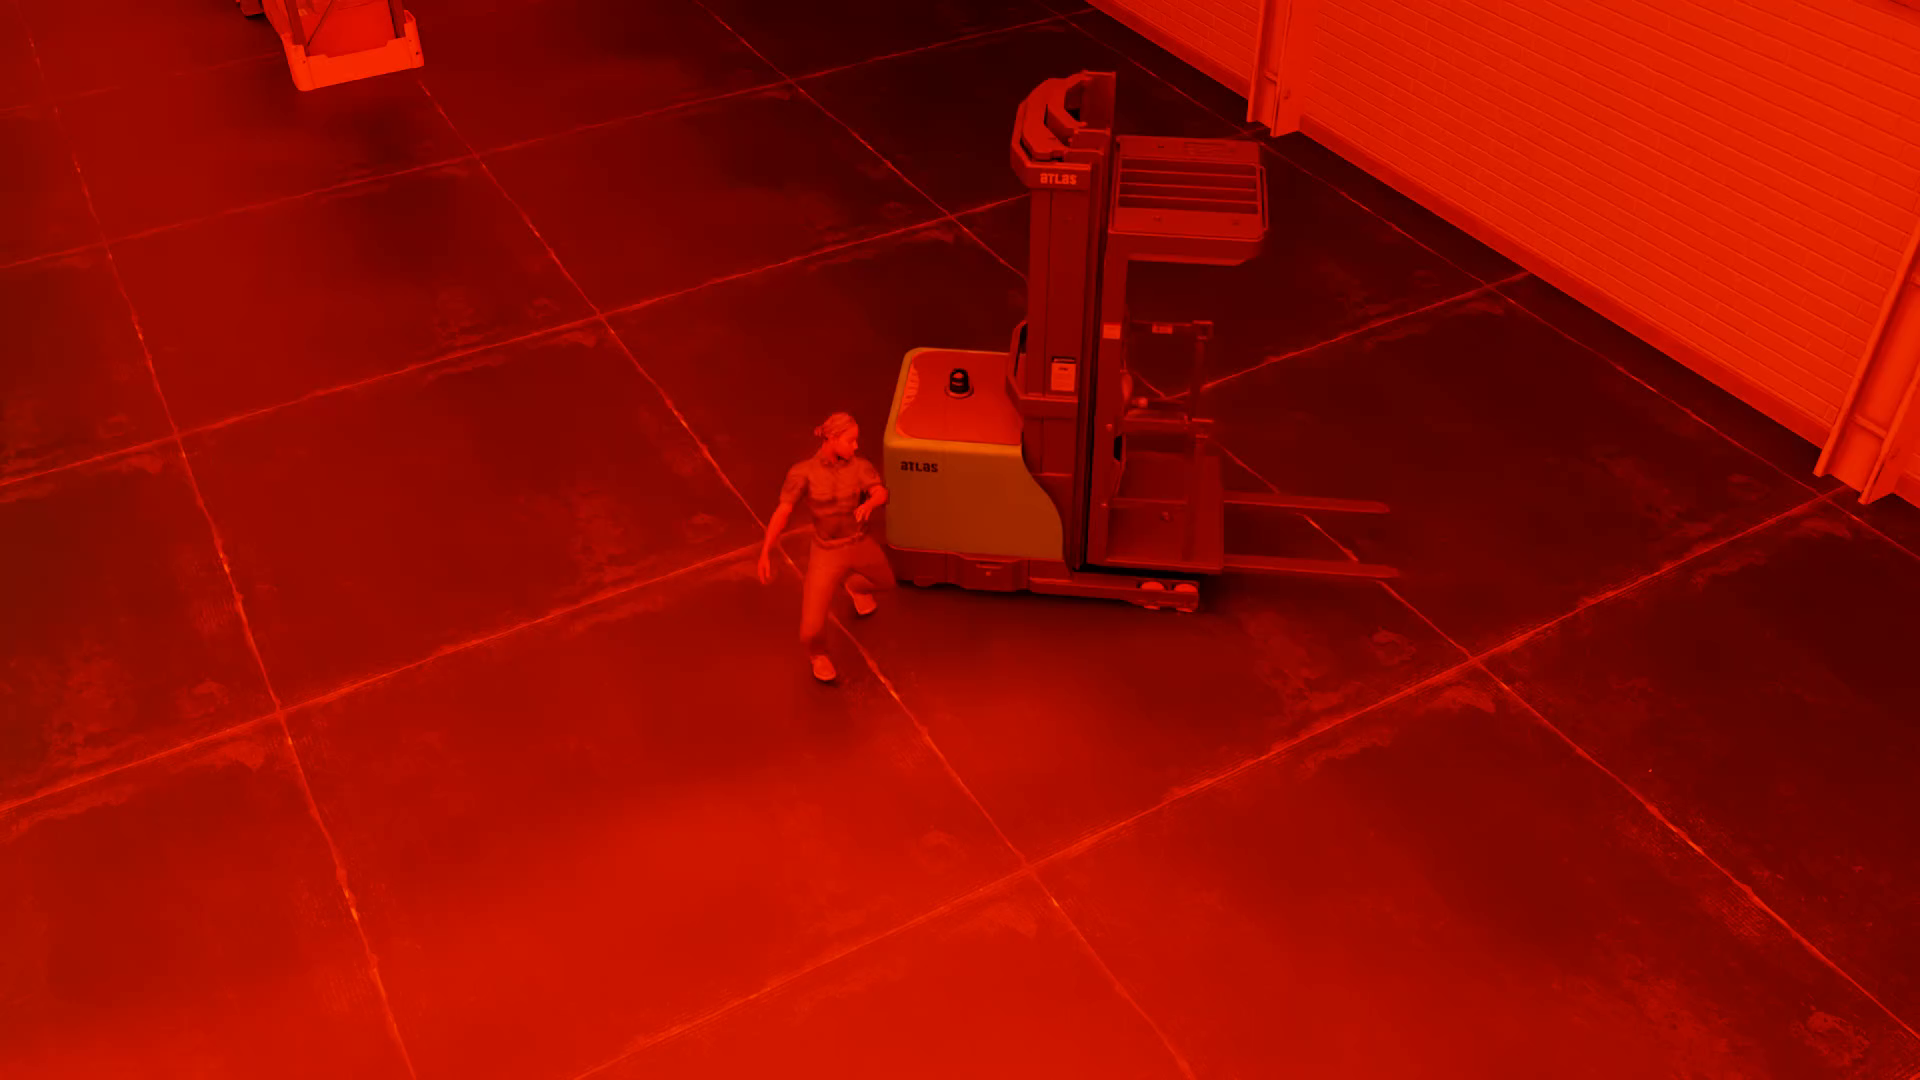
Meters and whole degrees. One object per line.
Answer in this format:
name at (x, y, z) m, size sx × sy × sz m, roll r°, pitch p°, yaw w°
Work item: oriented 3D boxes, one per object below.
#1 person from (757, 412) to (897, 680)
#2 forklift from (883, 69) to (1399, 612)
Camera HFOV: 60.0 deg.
person at (-0.724, 0.100, 9.038) m, size 0.877 × 1.457 × 0.809 m, roll -24°, pitch 46°, yaw -26°
forklift at (1.104, -1.065, 9.320) m, size 3.031 × 2.935 × 1.130 m, roll 4°, pitch 40°, yaw 5°
